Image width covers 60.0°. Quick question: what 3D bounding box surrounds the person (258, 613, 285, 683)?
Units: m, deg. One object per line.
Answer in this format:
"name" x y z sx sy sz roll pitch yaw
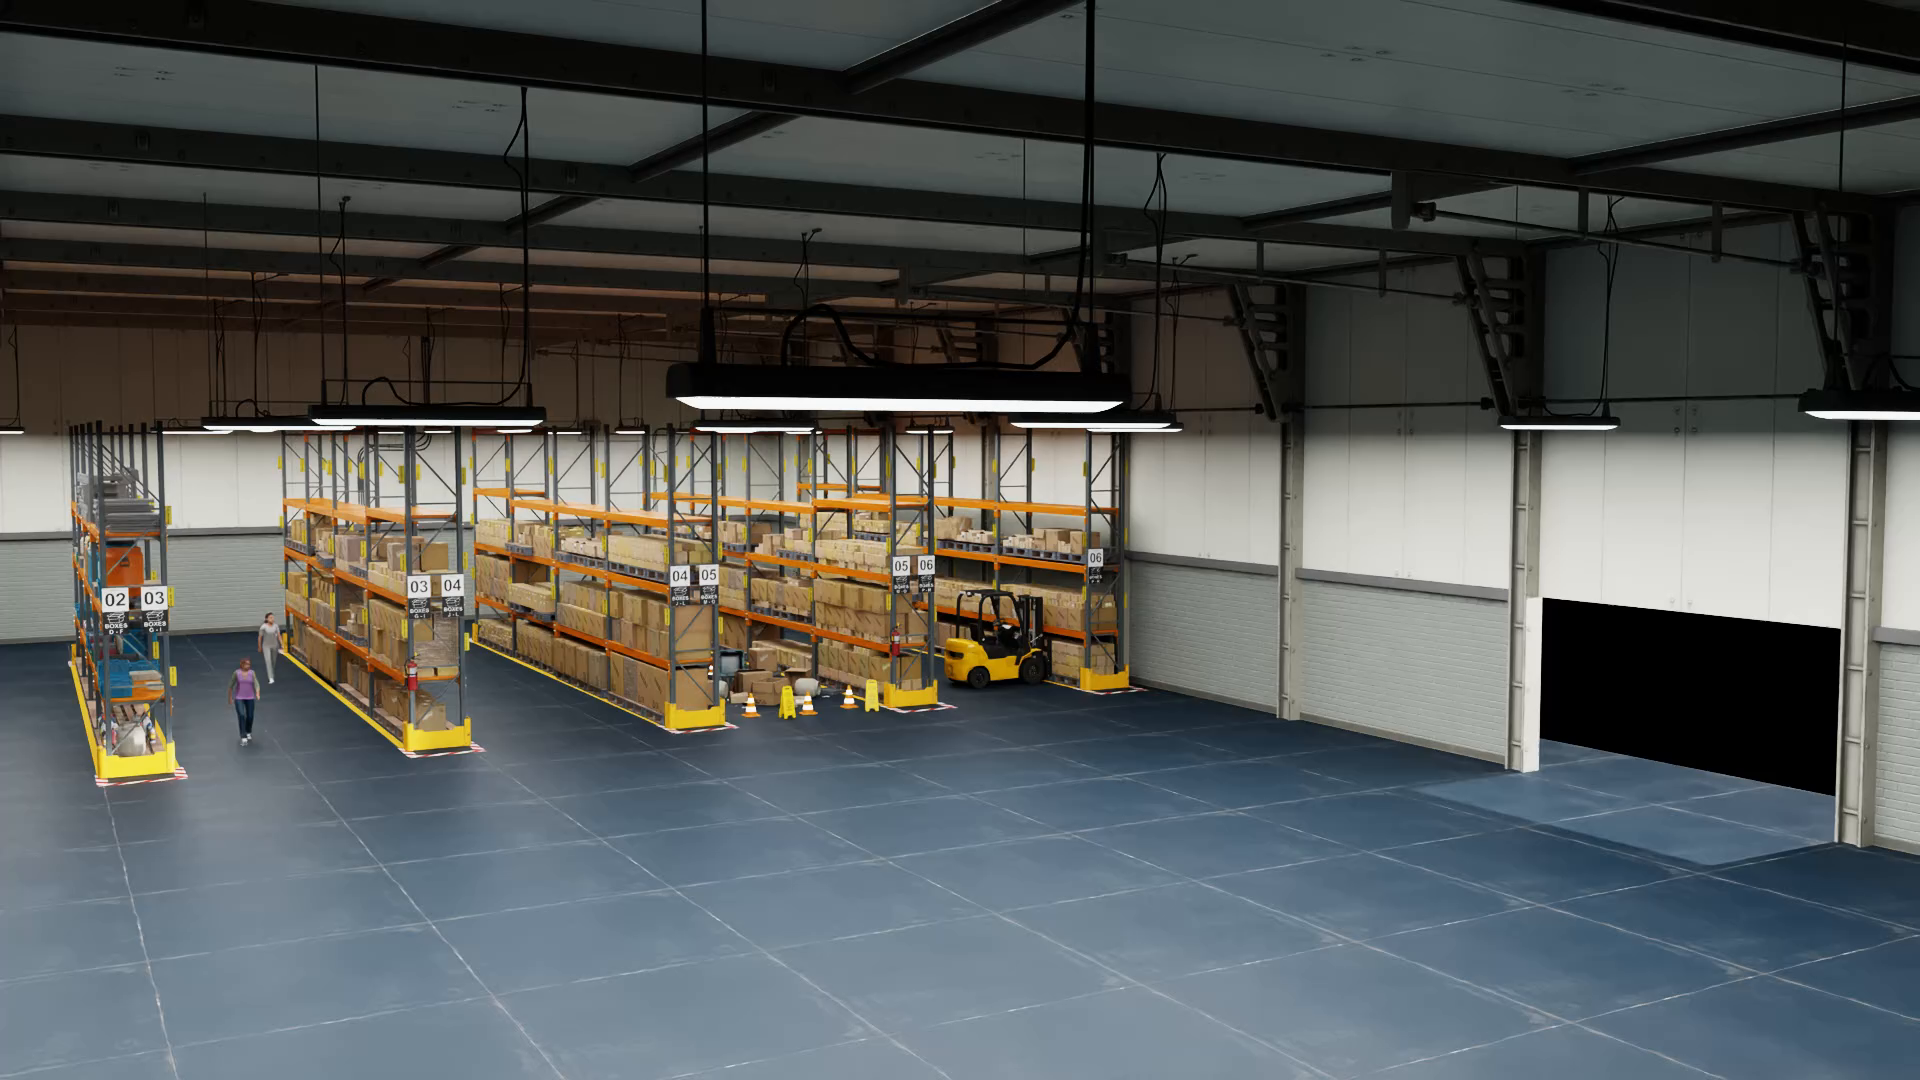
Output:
"person" -16.095 2.498 38.853 0.546 1.609 1.058 -2 4 -32

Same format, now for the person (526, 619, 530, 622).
"person" -12.943 1.739 50.216 0.595 1.754 0.928 3 4 37

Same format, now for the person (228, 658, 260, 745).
"person" -13.408 3.012 31.223 0.512 1.581 0.718 -2 4 -34
